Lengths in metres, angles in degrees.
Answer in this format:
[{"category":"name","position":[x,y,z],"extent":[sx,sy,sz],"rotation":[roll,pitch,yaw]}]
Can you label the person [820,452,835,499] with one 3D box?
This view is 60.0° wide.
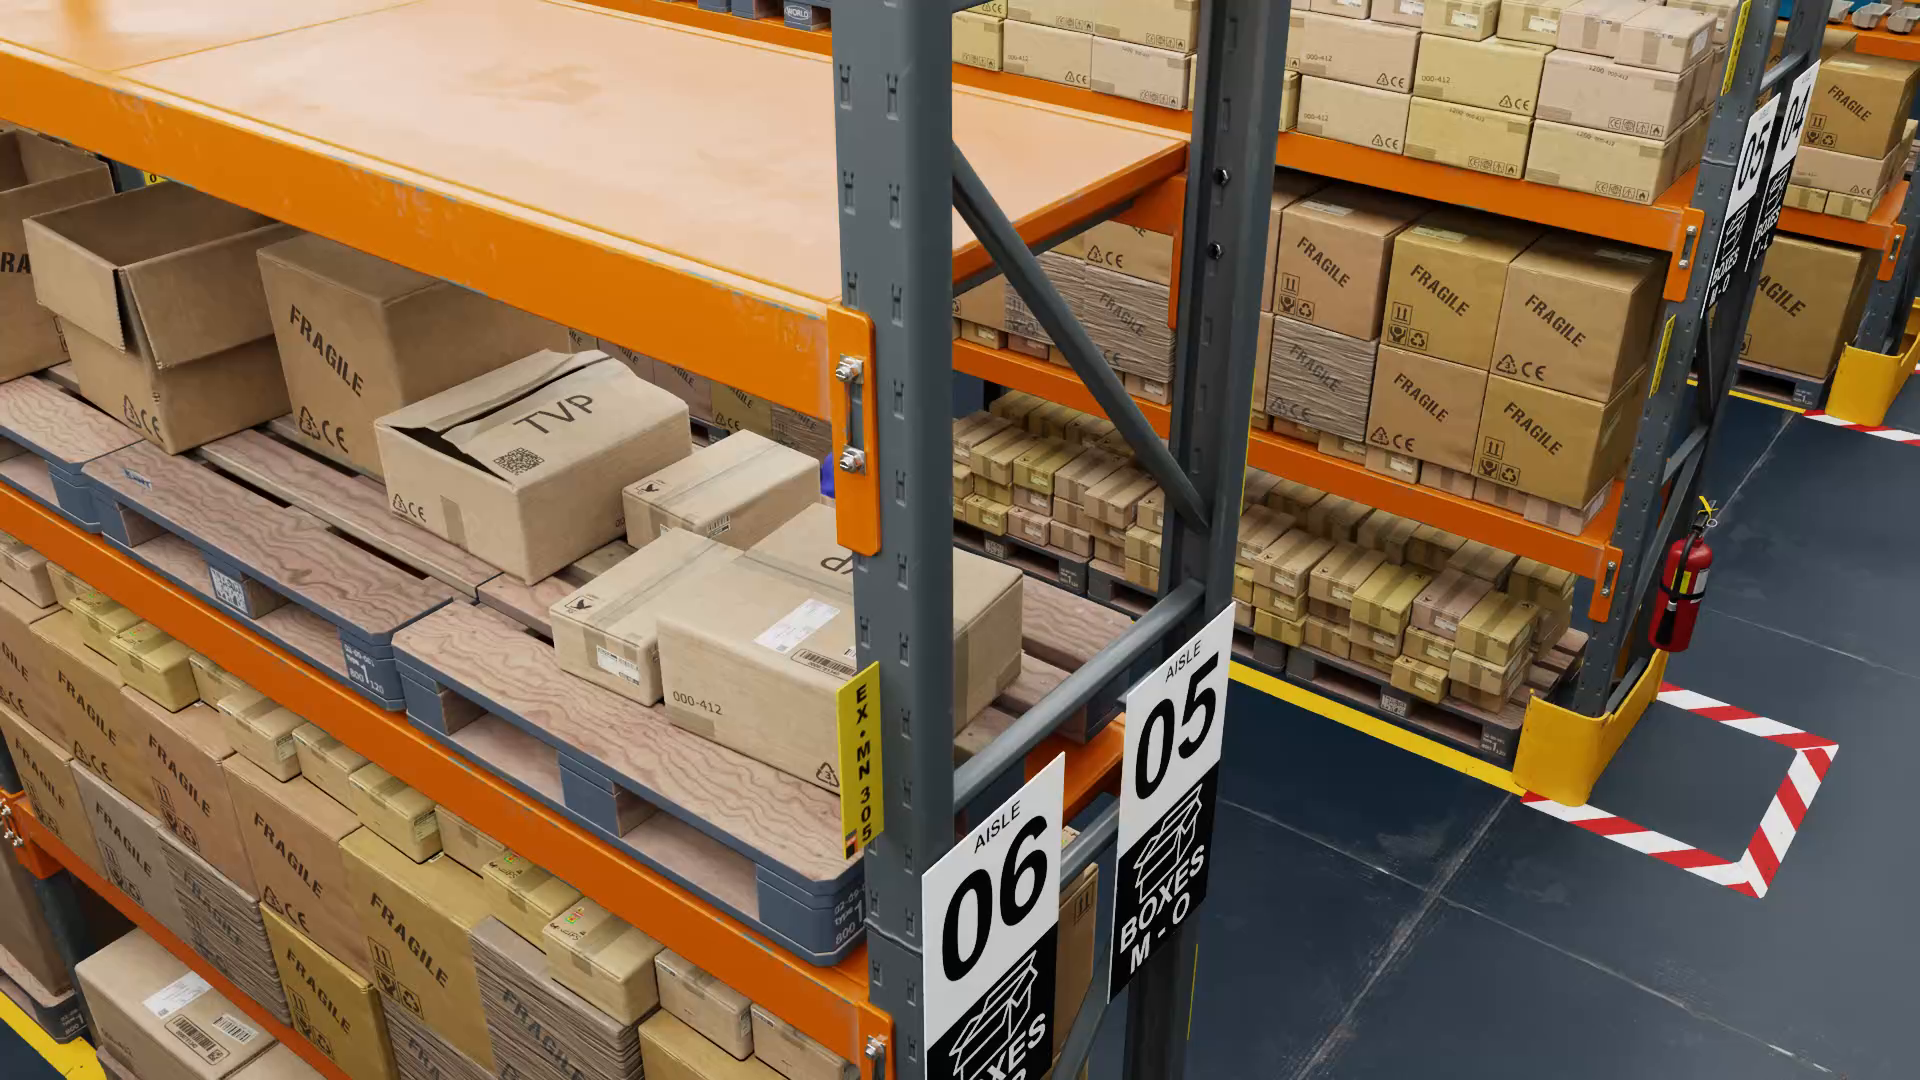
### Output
[{"category":"person","position":[-0.488,0.141,7.887],"extent":[0.462,1.691,0.327],"rotation":[22,38,32]}]
